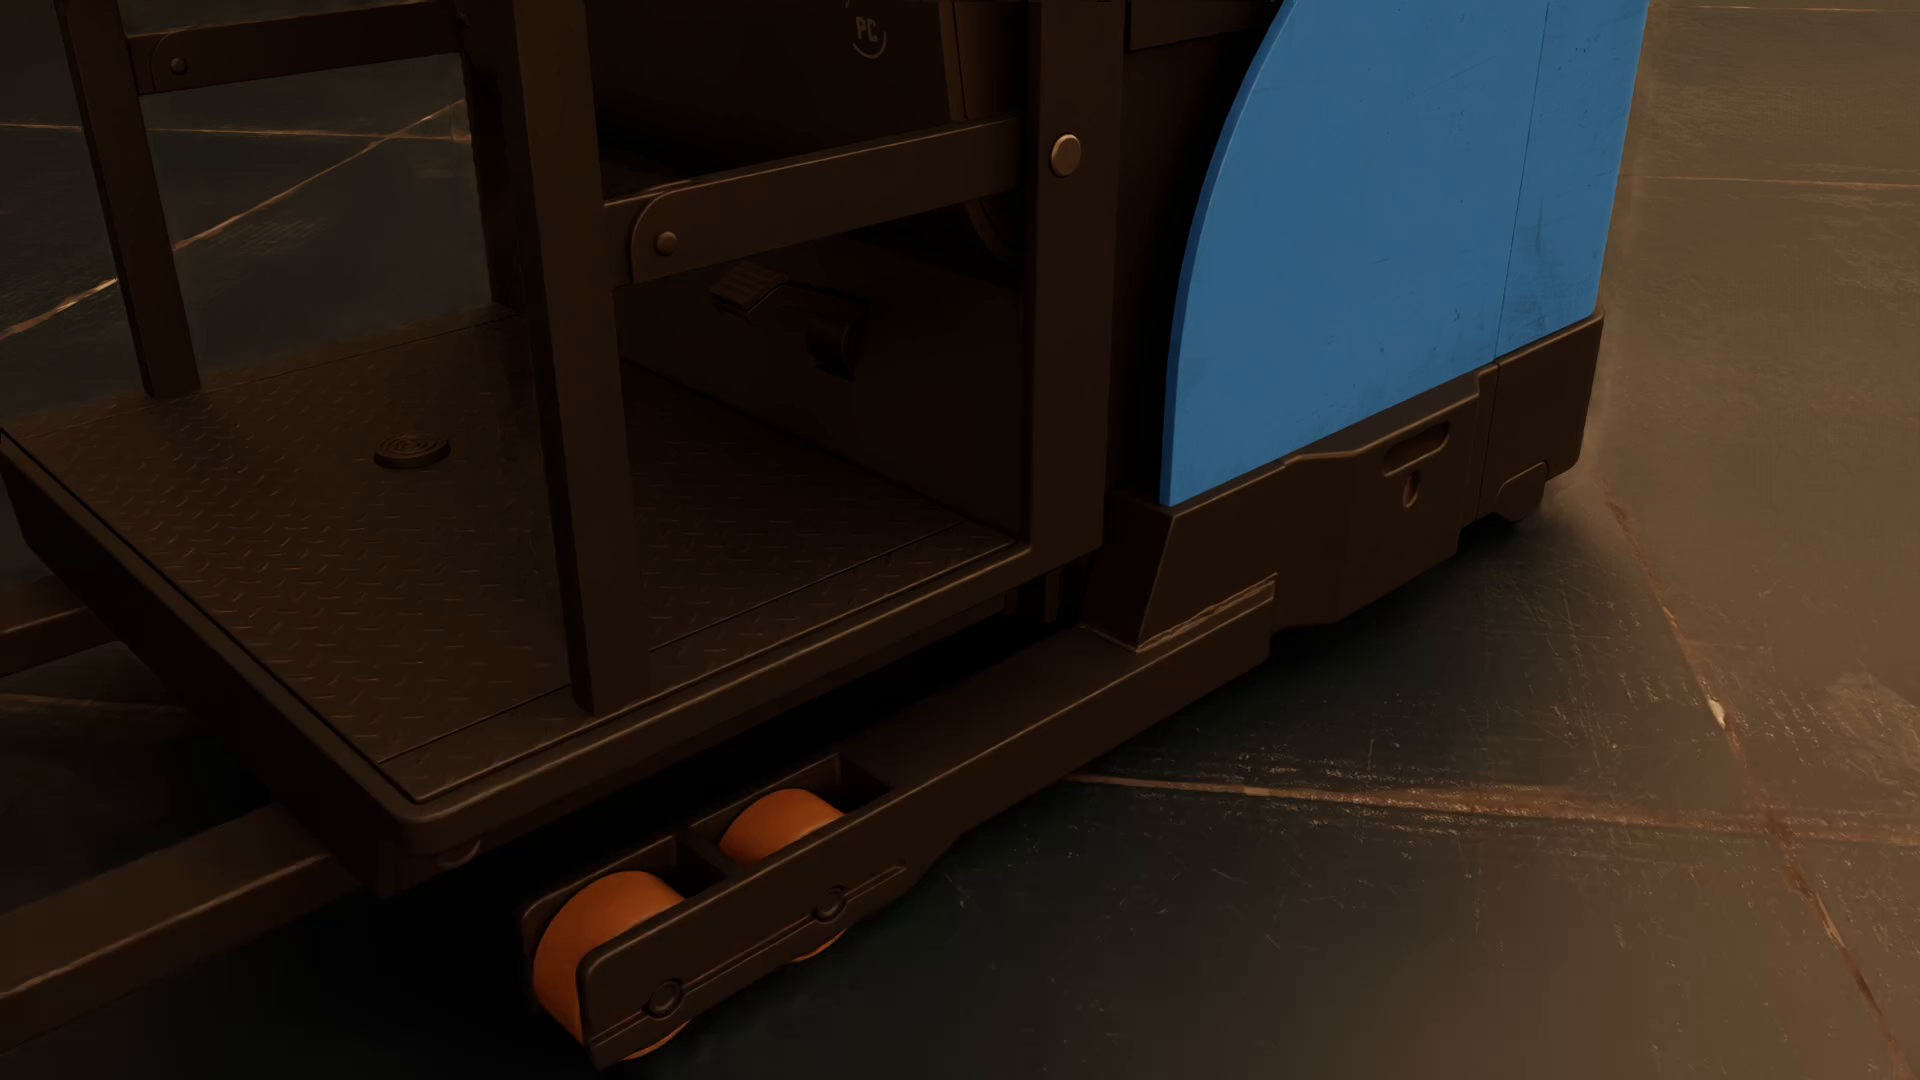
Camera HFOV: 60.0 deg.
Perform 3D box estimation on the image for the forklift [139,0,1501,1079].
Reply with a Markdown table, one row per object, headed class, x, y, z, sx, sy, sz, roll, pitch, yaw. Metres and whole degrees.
| class | x | y | z | sx | sy | sz | roll | pitch | yaw |
| --- | --- | --- | --- | --- | --- | --- | --- | --- | --- |
| forklift | -0.087 | -1.011 | 1.243 | 1.130 | 2.935 | 3.031 | 4 | 27 | 8 |
